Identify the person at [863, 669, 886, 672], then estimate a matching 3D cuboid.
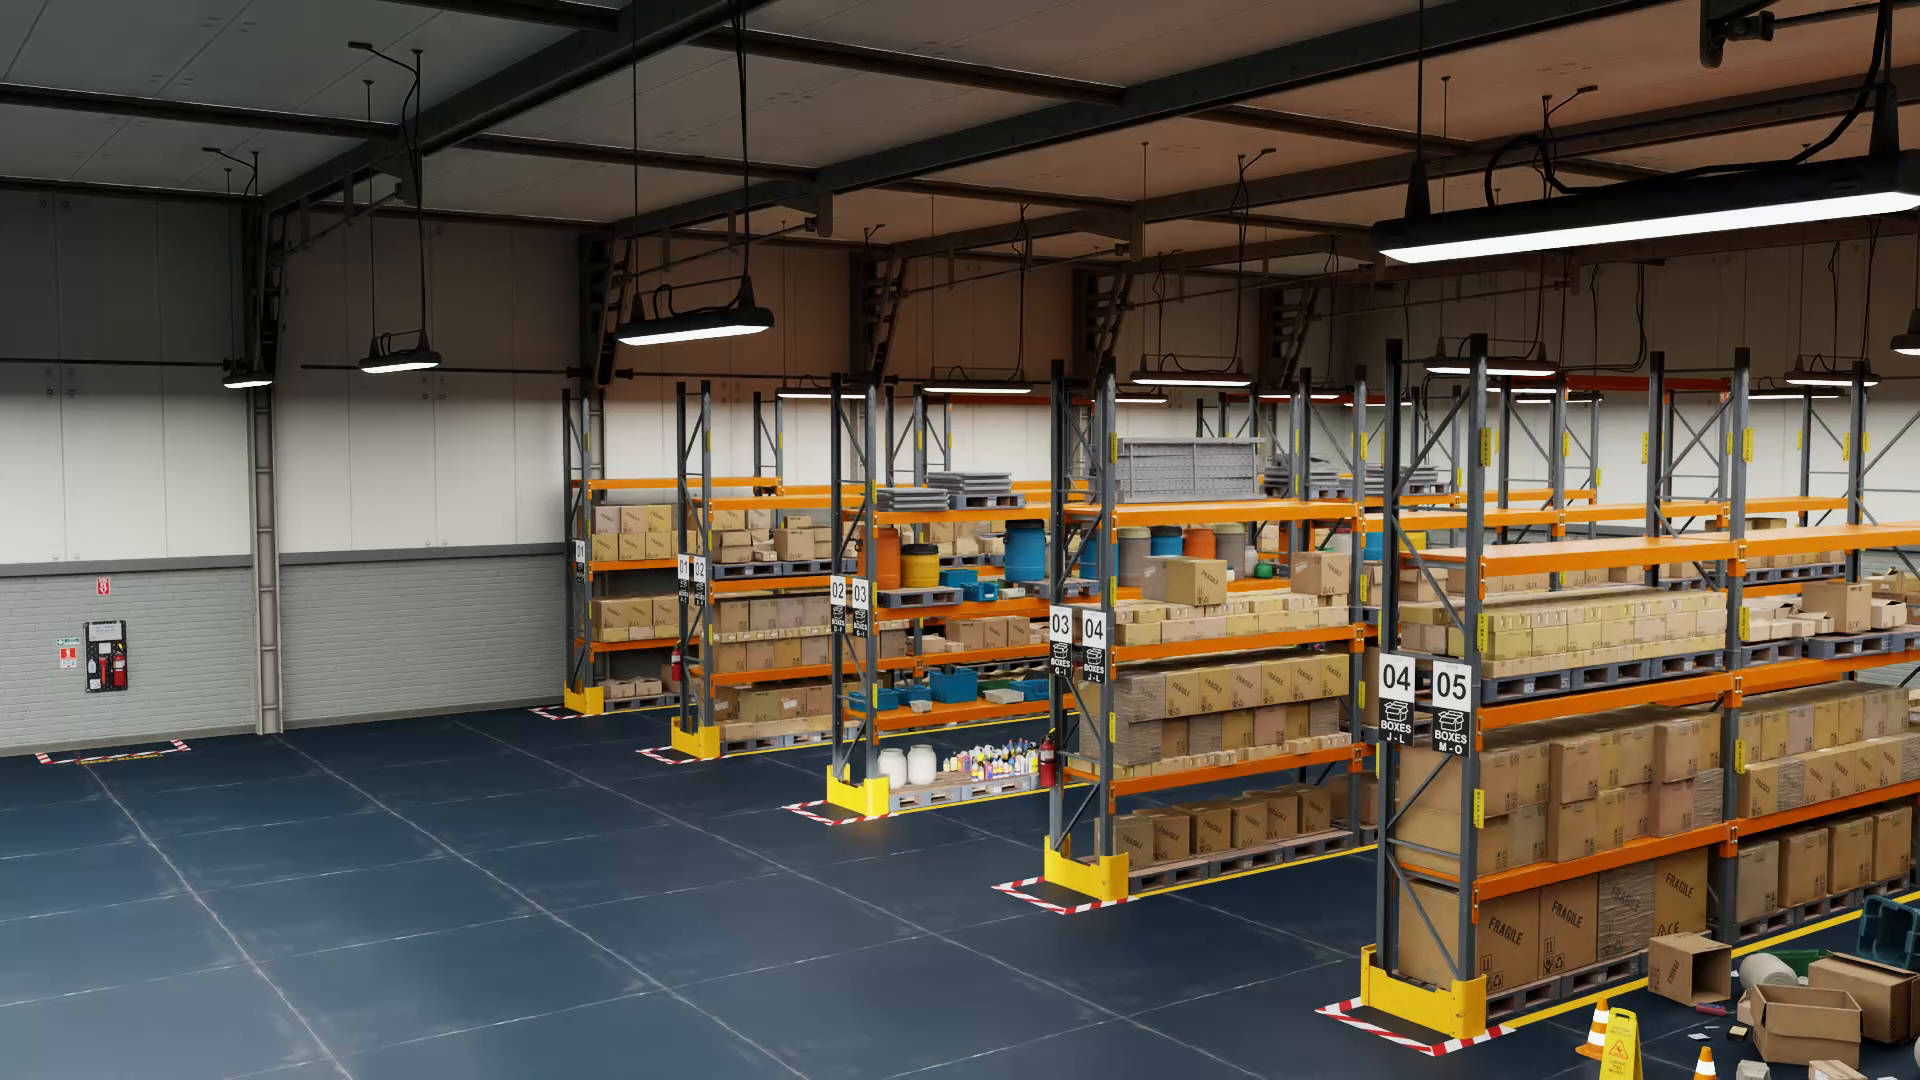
[{"bbox_3d":[-1.653,2.311,30.685,0.658,1.767,0.541,-1,4,-10],"label":"person"}]
